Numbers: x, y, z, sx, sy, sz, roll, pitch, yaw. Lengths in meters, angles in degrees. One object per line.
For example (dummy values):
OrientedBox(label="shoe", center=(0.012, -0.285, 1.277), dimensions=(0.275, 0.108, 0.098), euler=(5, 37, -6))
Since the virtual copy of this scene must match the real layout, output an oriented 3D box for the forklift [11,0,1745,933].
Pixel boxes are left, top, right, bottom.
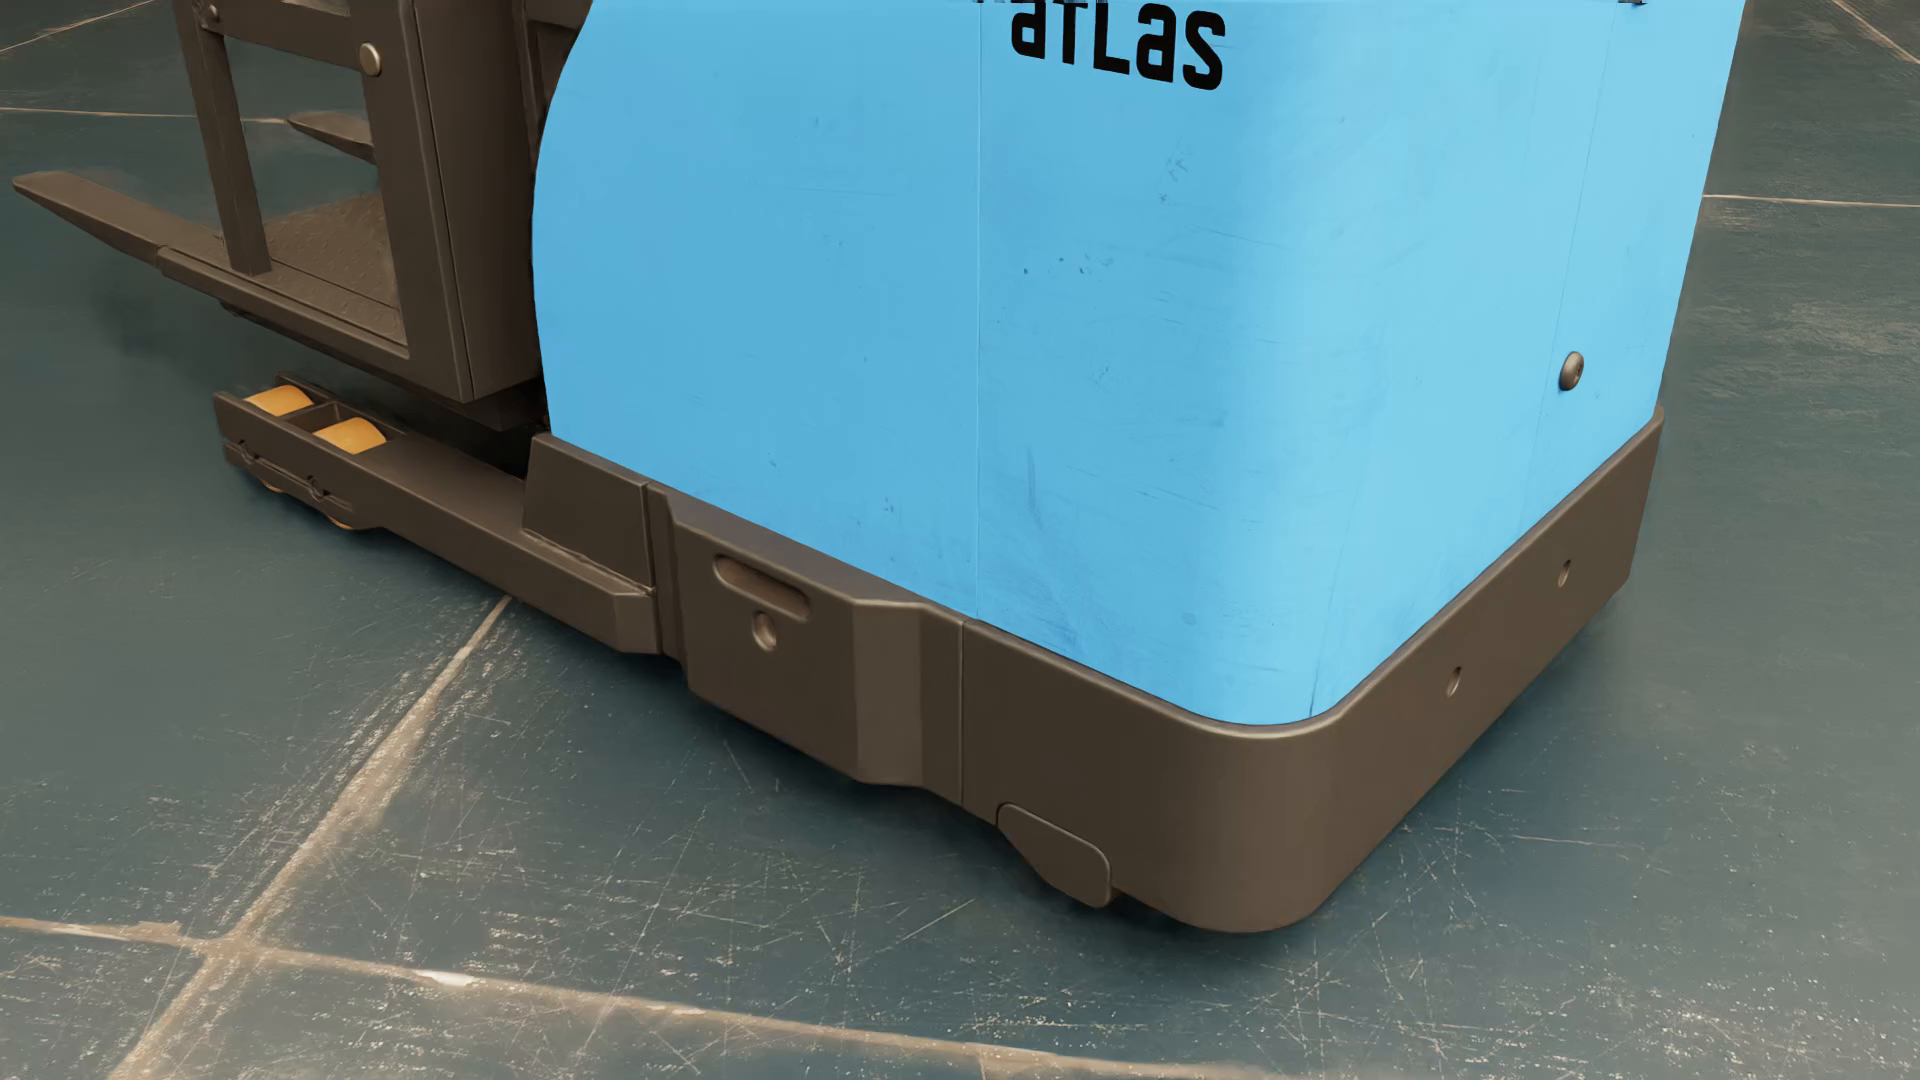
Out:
OrientedBox(label="forklift", center=(-0.537, -1.472, 2.132), dimensions=(3.031, 2.935, 1.130), euler=(22, 36, 34))
